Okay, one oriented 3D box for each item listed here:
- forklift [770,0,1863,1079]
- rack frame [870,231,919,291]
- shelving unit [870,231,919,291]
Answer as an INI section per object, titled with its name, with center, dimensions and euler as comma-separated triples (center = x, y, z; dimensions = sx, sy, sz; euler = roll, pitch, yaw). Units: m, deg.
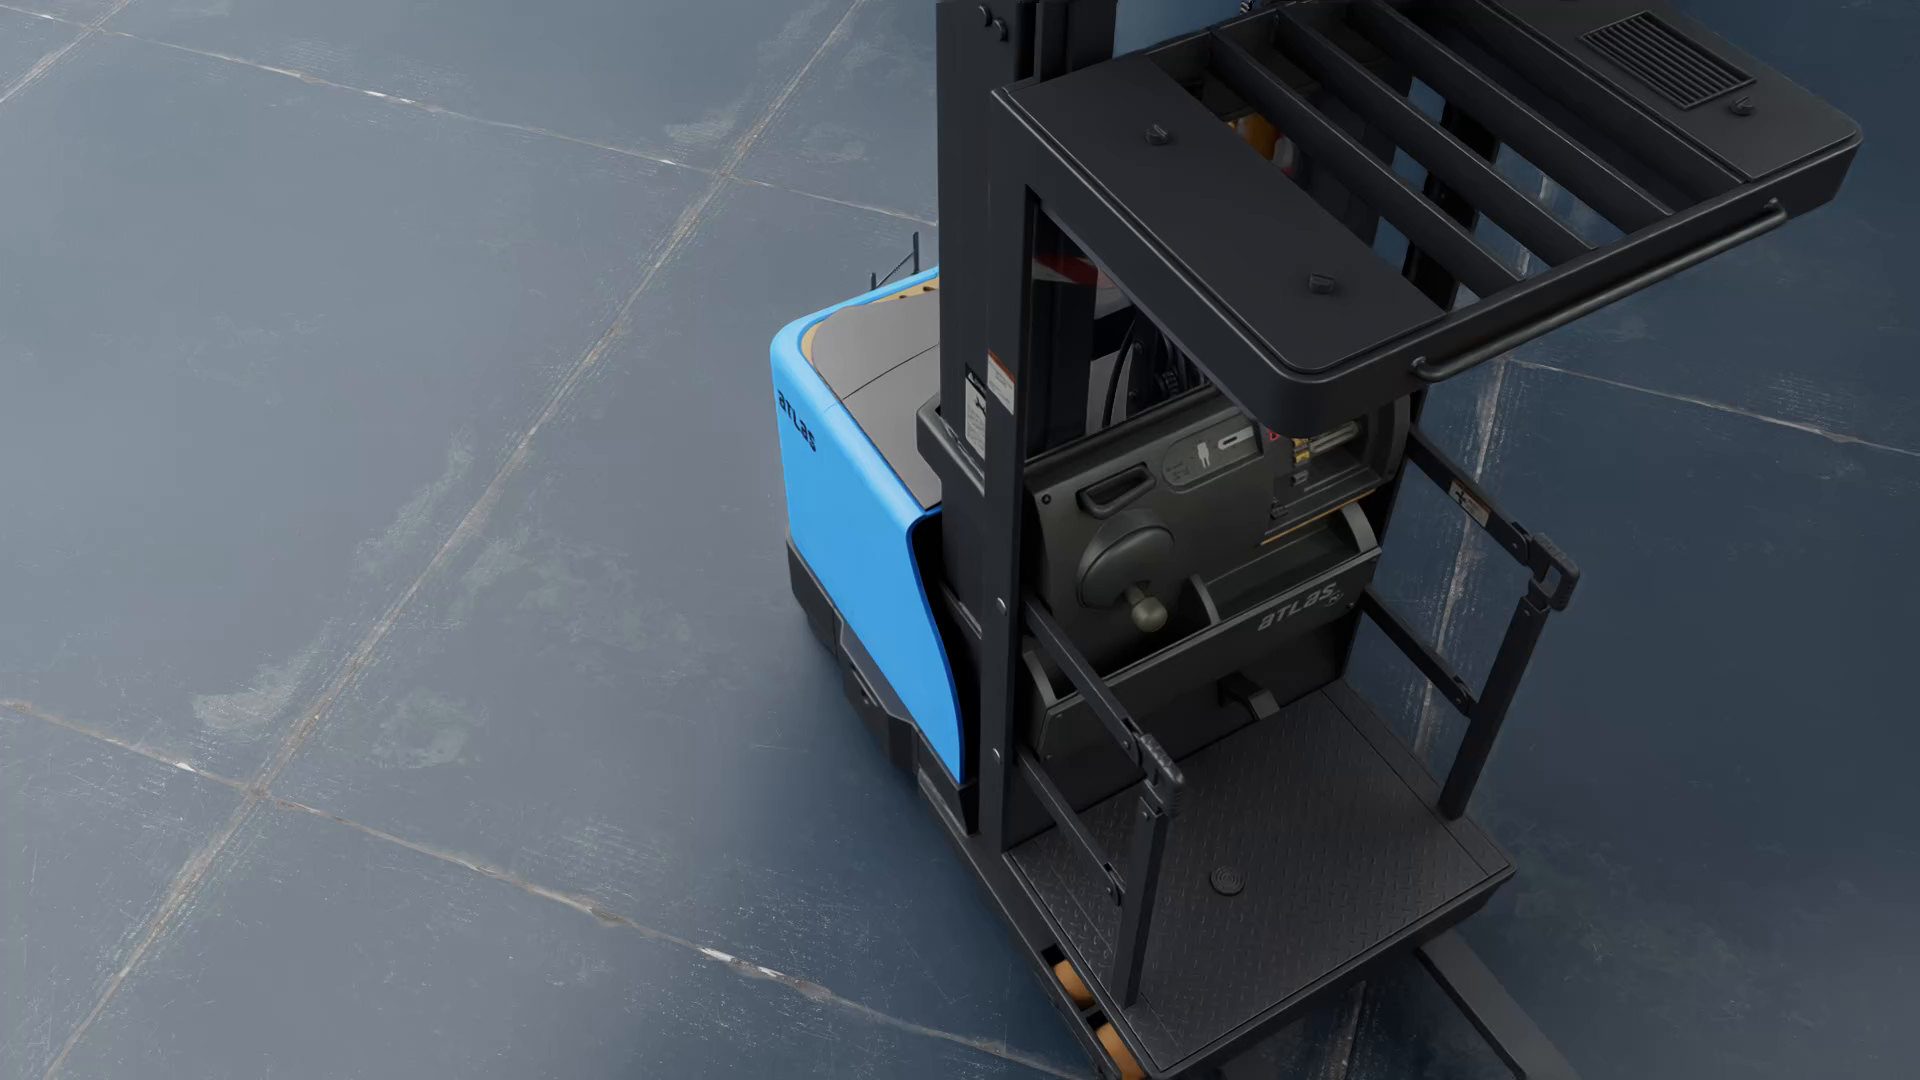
[forklift]
center = 0.669, -0.026, 3.333
dimensions = 1.130, 2.935, 3.031
euler = -24, 53, -19
[rack frame]
center = -0.188, -0.530, 5.113
dimensions = 0.006, 0.900, 0.240
euler = 26, 54, 21
[shelving unit]
center = -0.103, -0.488, 5.077
dimensions = 0.210, 0.900, 0.258
euler = 26, 54, 21
